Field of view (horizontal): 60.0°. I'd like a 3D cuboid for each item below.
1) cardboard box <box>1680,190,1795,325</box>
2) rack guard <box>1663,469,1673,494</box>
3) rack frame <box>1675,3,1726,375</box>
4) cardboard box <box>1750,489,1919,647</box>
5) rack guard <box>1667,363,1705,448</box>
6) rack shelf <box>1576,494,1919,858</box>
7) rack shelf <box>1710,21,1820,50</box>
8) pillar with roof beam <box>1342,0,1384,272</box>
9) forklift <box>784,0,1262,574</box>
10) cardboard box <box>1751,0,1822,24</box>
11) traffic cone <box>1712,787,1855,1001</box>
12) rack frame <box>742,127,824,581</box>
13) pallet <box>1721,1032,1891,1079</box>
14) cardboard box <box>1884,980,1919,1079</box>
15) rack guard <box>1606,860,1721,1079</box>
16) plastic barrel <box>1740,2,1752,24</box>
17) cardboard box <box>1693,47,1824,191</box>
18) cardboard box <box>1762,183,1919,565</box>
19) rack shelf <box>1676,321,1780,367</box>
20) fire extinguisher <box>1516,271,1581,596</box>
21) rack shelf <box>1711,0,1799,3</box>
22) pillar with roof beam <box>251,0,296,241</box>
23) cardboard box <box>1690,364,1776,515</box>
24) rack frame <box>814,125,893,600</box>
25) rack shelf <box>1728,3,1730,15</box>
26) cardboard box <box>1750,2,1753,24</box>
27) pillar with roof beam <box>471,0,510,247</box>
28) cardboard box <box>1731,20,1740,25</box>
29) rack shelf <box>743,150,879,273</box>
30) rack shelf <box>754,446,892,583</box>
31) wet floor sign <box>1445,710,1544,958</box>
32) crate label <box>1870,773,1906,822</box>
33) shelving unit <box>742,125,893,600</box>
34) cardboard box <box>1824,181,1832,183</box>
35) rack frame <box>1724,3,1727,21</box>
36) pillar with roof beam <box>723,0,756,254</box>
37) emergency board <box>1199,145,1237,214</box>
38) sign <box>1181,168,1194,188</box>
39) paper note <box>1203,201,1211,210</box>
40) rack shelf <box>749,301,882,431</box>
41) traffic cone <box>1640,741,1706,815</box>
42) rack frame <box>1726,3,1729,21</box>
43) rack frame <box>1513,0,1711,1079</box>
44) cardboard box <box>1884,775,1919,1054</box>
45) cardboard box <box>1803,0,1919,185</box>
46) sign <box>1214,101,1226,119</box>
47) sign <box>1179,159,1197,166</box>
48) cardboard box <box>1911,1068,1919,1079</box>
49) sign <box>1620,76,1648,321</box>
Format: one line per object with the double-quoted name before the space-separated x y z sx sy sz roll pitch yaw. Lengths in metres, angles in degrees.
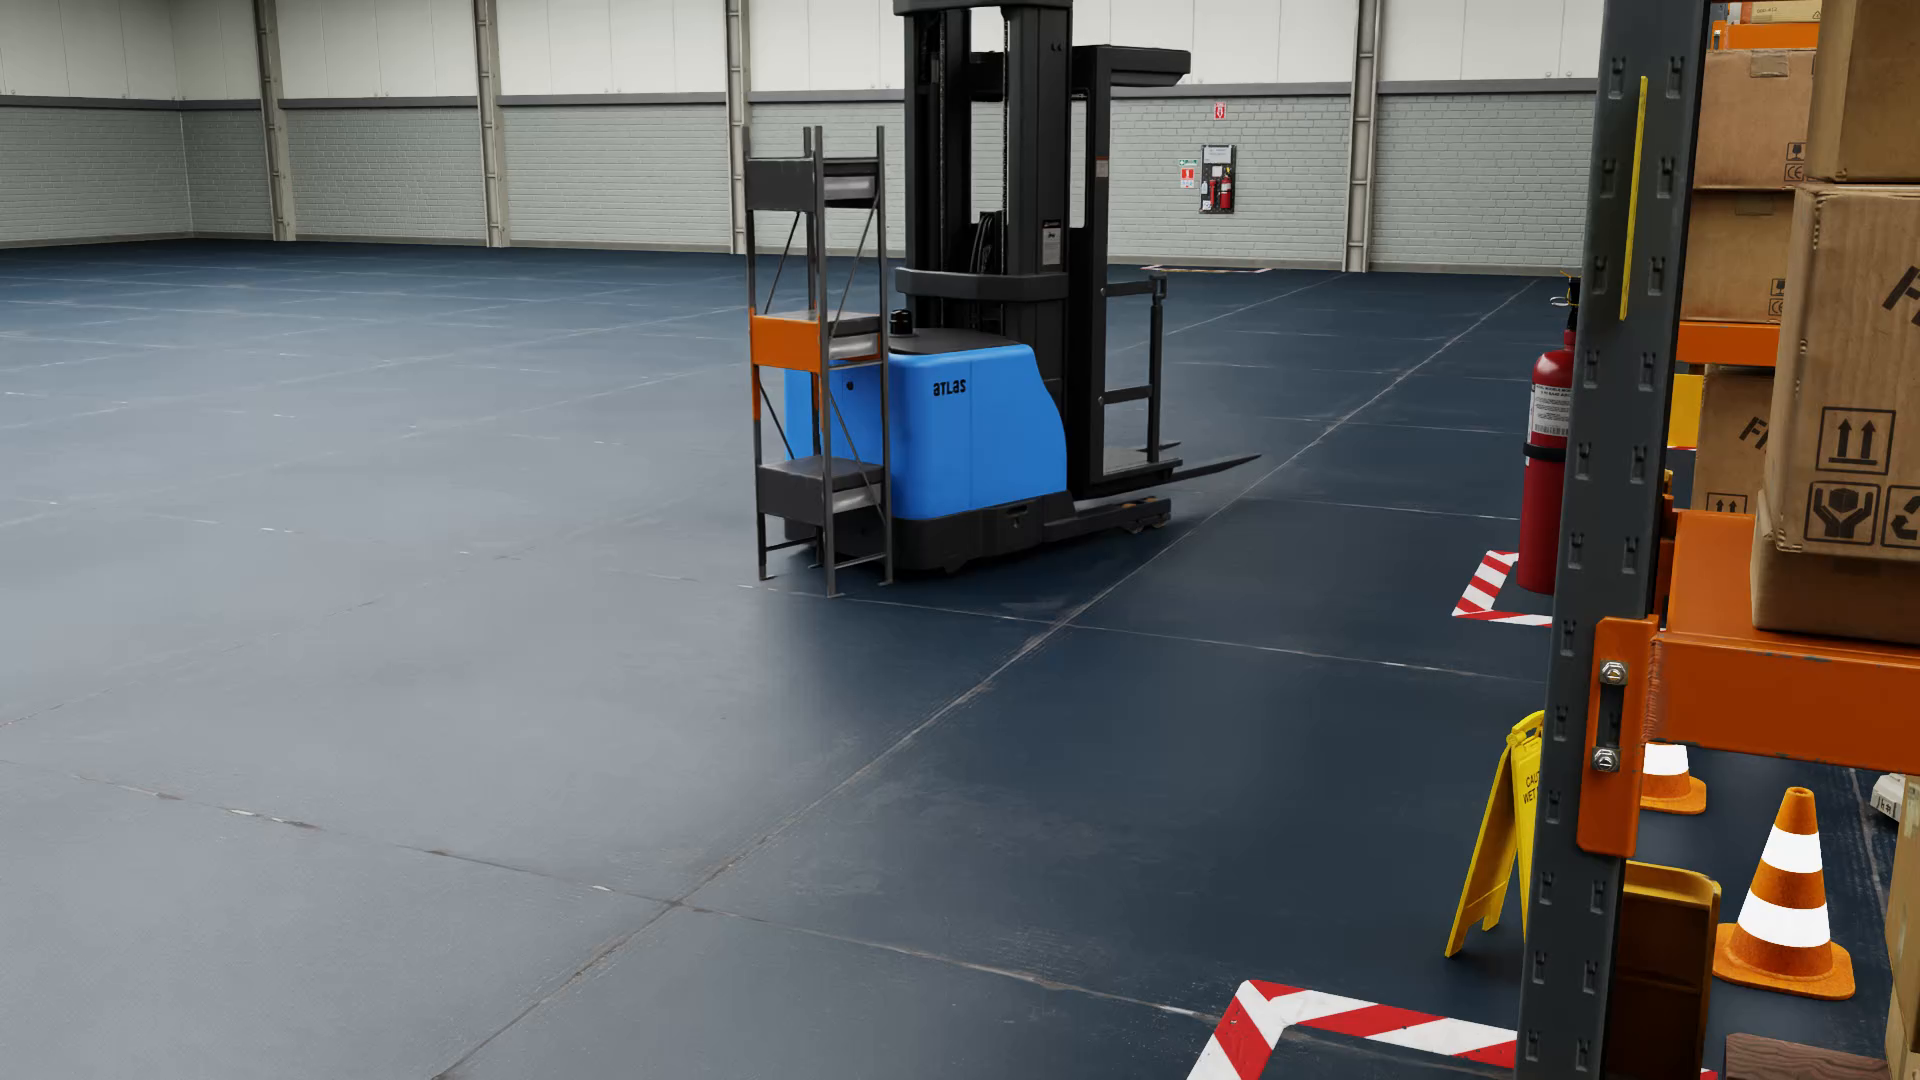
"cardboard box" 3.421 -1.254 7.202 0.550 0.550 0.875 6 14 23
"rack guard" 3.041 0.009 7.621 0.348 0.500 1.175 6 14 23
"rack frame" 5.165 -2.232 11.701 0.127 3.000 1.000 6 14 23
"cardboard box" 1.377 0.035 2.590 0.250 0.149 0.380 6 14 23
"rack guard" 5.234 -1.008 11.956 0.348 0.500 1.175 6 14 23
"rack shelf" 2.979 0.373 2.173 4.000 0.370 1.077 6 14 23
"rack shelf" 6.993 -3.157 10.652 4.000 0.370 1.077 6 14 23
"pillar with roof beam" 4.944 -8.028 23.270 0.400 9.000 9.100 6 14 23
"forklift" 0.504 -1.533 8.871 3.031 2.935 1.130 -13 18 -43
"cardboard box" 5.500 -3.521 10.955 0.500 0.250 0.500 6 15 25
"traffic cone" 2.066 0.843 4.148 0.334 0.463 0.336 6 14 23
"rack frame" -0.824 -0.861 7.814 0.015 2.100 0.400 12 19 42
"pallet" 1.949 1.285 2.816 1.213 0.211 1.003 6 14 23
"cardboard box" 2.021 0.993 3.057 0.500 0.250 0.500 6 14 23
"rack guard" 1.220 1.062 3.135 0.348 0.500 1.175 6 14 23
"plastic barrel" 7.666 -5.122 15.591 0.708 0.830 0.600 6 14 23
"cardboard box" 3.387 -1.762 7.004 0.550 0.550 0.875 6 14 23
"cardboard box" 1.471 -0.254 2.401 0.500 0.500 0.500 6 14 22
"rack shelf" 4.892 -0.670 6.619 4.000 0.370 1.077 6 14 23
"fire extinguisher" 1.233 -0.231 3.344 0.183 0.674 0.296 6 14 23
"rack shelf" 4.892 -2.130 6.276 4.000 0.370 1.077 6 14 23
"pillar with roof beam" -16.999 -10.249 32.734 0.400 9.000 9.100 6 14 23
"cardboard box" 3.710 -0.326 7.312 0.875 0.875 0.875 6 14 24
"rack frame" -0.471 -0.784 7.486 0.015 2.100 0.400 12 19 42
"rack shelf" 13.012 -7.720 23.536 4.000 0.370 1.077 6 14 23
"cardboard box" 5.708 -3.628 11.411 0.500 0.250 0.500 6 15 25
"pillar with roof beam" -11.513 -9.694 30.368 0.400 9.000 9.100 6 14 23
"cardboard box" 11.437 -7.255 24.089 0.500 0.500 0.500 5 14 19
"rack shelf" -0.654 -1.489 7.488 0.480 0.518 0.431 12 19 42
"rack shelf" -0.641 -0.129 7.819 0.480 0.518 0.431 12 19 42
"wet floor sign" 1.410 0.743 4.176 0.232 0.644 0.267 12 18 42
"crate label" 2.949 0.798 5.053 0.298 0.136 0.250 -1 13 -6
"shelving unit" -0.648 -0.822 7.650 0.503 2.100 0.431 12 19 42
"cardboard box" 1.758 -0.363 2.865 0.500 0.500 0.500 6 14 22
"rack frame" 7.171 -6.187 15.424 0.127 3.000 1.000 6 14 23
"pillar with roof beam" -6.027 -9.139 28.002 0.400 9.000 9.100 6 14 23
"emergency board" 4.444 -6.243 28.796 0.643 1.169 0.194 6 14 23
"sign" 3.980 -6.334 29.102 0.234 0.329 0.001 6 14 23
"paper note" 4.310 -5.845 29.028 0.142 0.148 0.016 6 14 23
"rack shelf" -0.648 -0.809 7.653 0.480 0.518 0.431 12 19 42
"traffic cone" 2.205 0.580 5.270 0.334 0.463 0.336 6 14 23
"rack frame" 9.180 -7.221 19.832 0.127 3.000 1.000 6 14 23
"rack frame" 1.151 -0.162 2.880 0.127 3.000 1.000 6 14 23
"cardboard box" 1.989 0.627 2.976 0.500 0.500 0.500 6 14 24
"cardboard box" 1.706 -0.841 2.713 0.500 0.500 0.700 5 14 22
"sign" 4.477 -7.394 28.623 0.199 0.298 0.001 6 14 23
"sign" 3.981 -6.589 29.032 0.331 0.109 0.001 6 14 23
"cardboard box" 1.776 1.104 2.581 0.500 0.250 0.500 6 14 23
"sign" 0.931 -0.470 2.298 0.005 0.325 0.100 6 14 23
